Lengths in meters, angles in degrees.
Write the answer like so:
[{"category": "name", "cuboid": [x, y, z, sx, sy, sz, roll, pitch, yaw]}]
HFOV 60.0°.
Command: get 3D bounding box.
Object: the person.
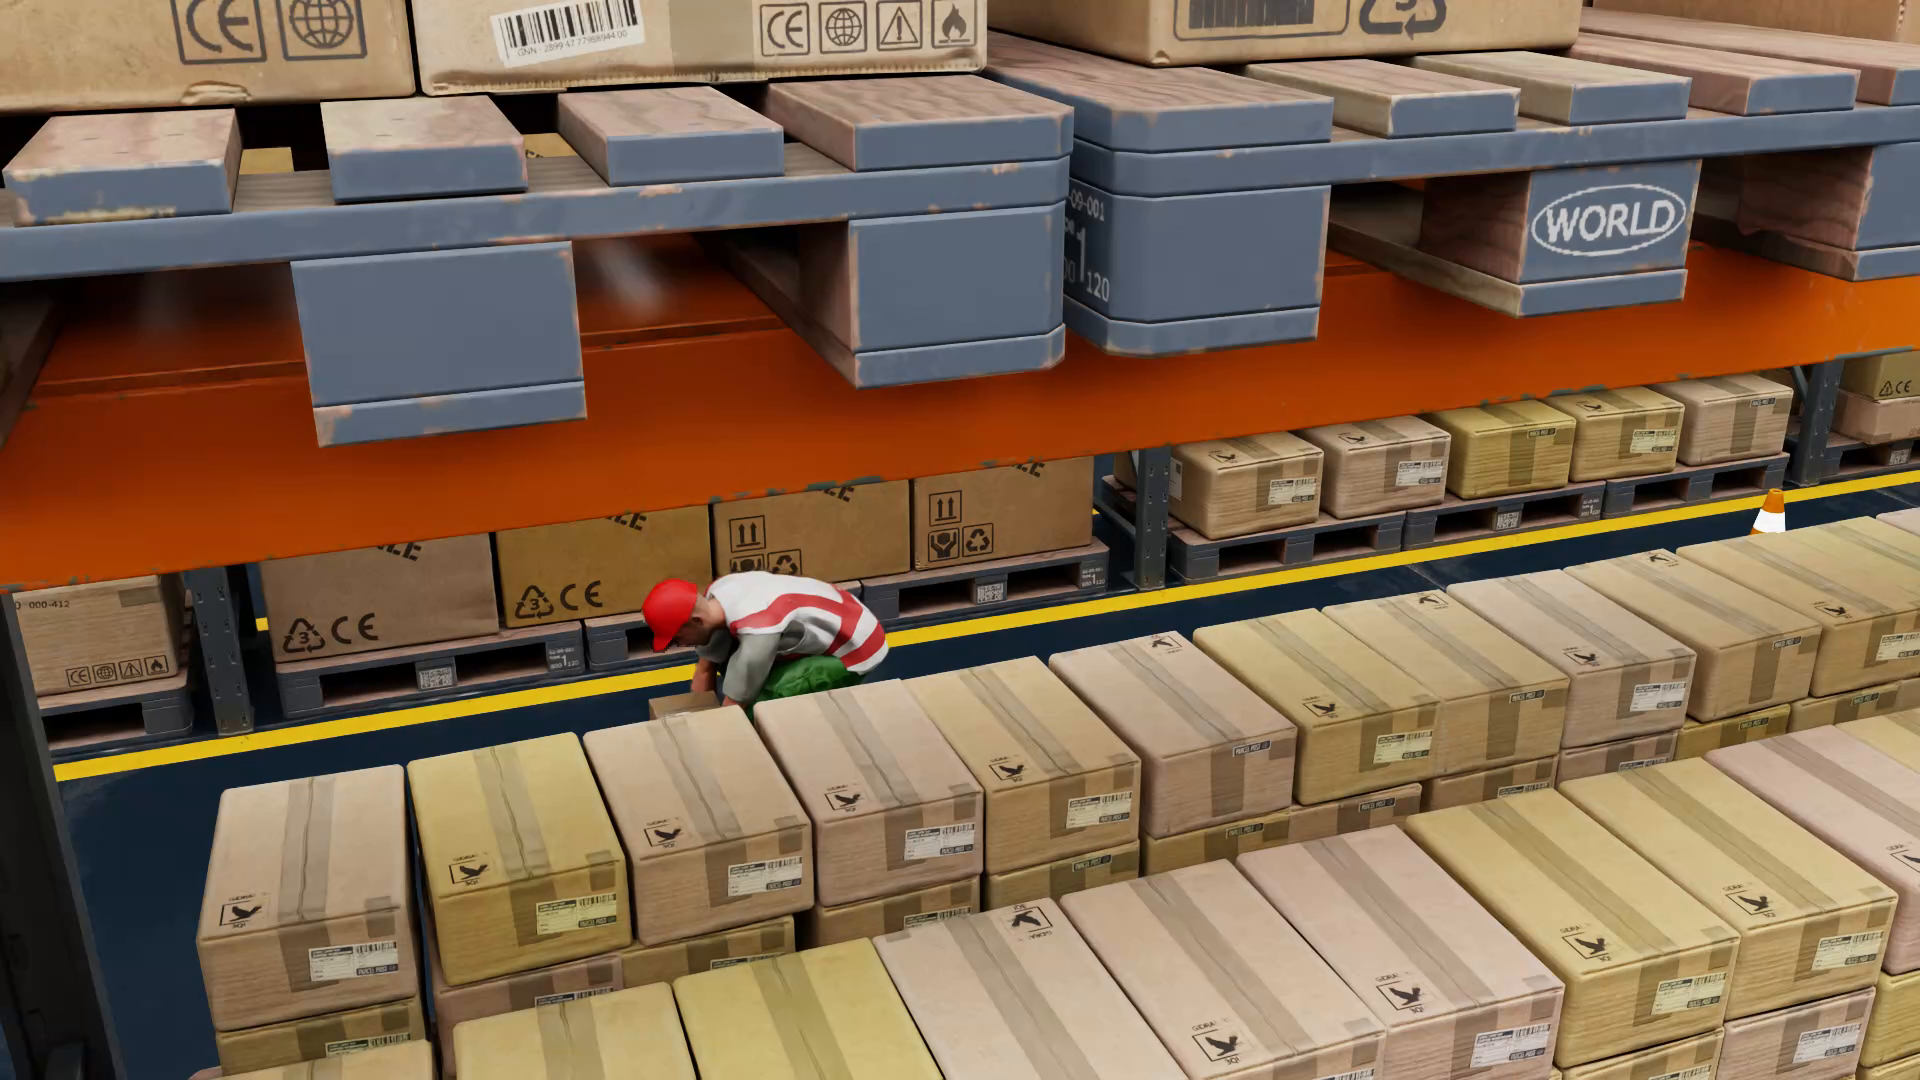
[{"category": "person", "cuboid": [-0.723, 0.487, 6.260, 0.910, 0.874, 0.542, -8, 24, -19]}]
